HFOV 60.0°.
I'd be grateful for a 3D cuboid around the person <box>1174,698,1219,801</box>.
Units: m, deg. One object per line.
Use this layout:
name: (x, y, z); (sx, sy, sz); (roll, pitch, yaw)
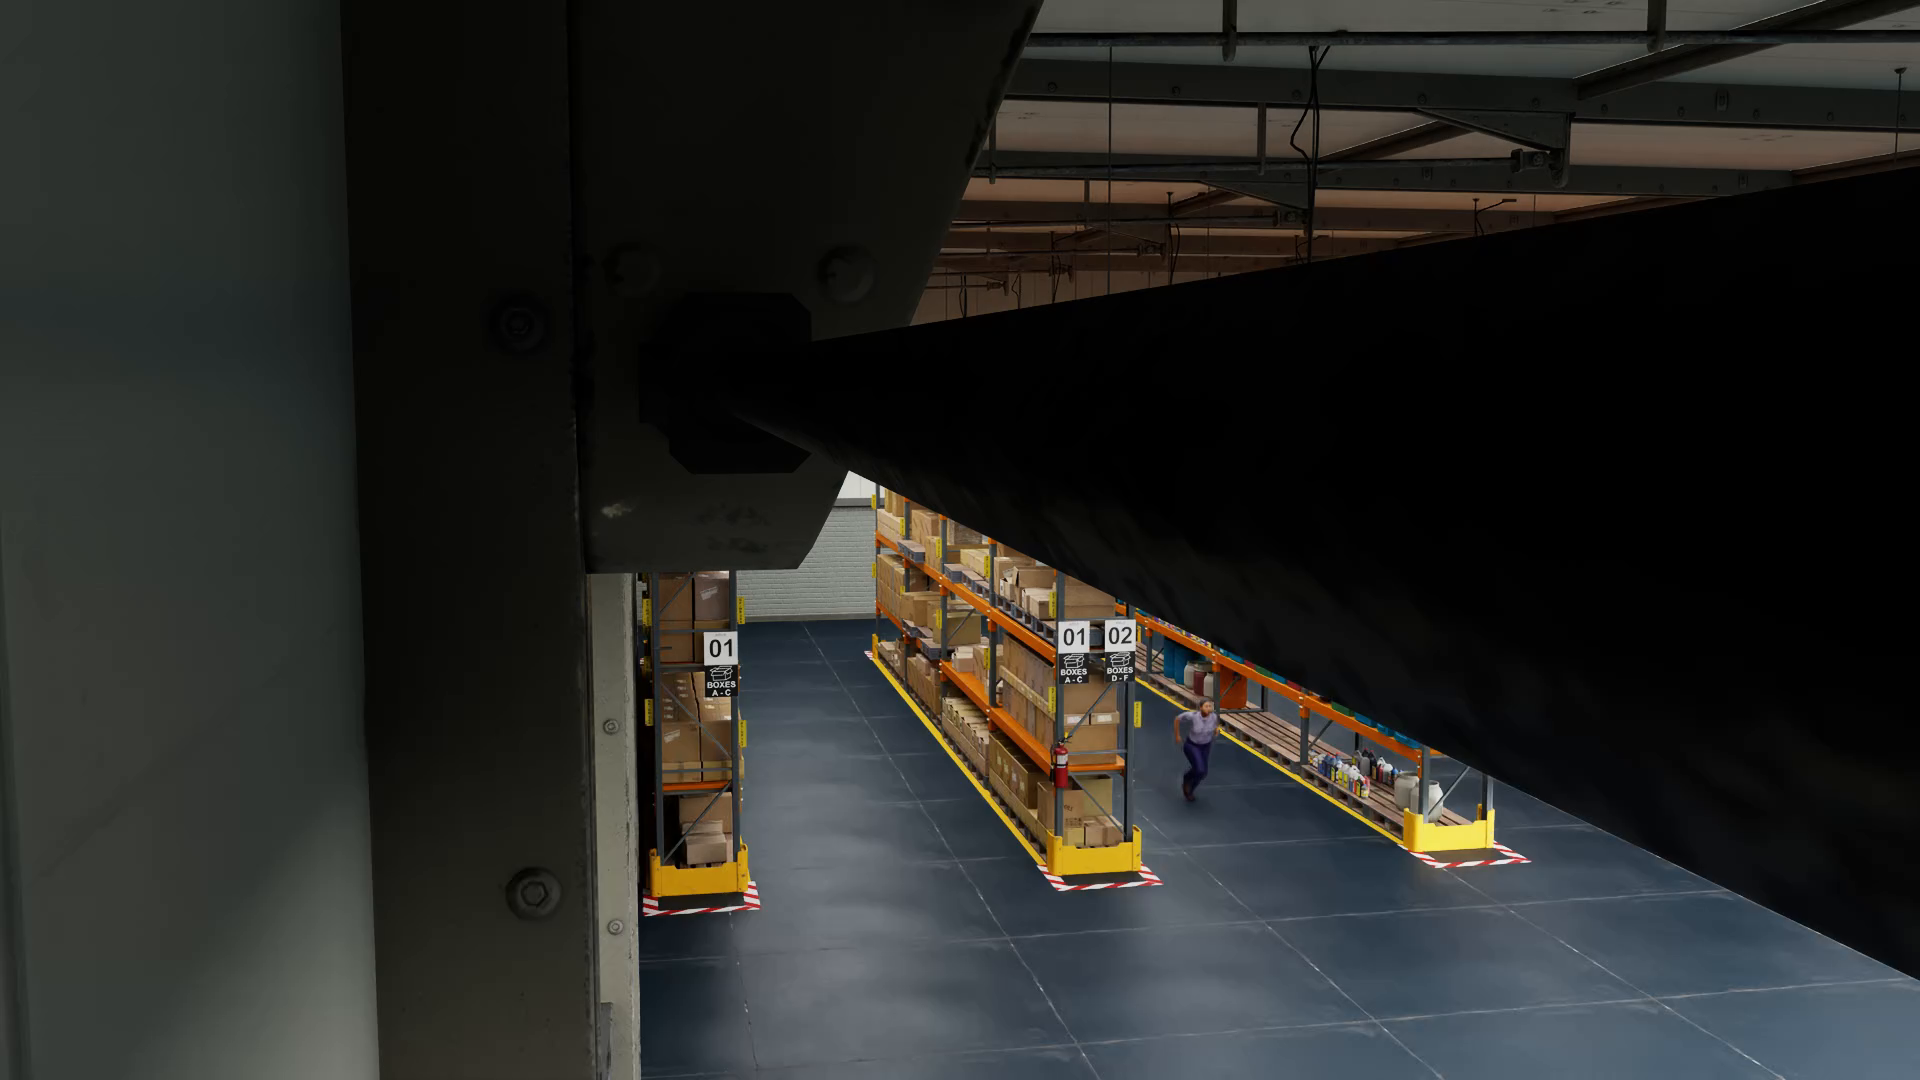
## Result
person: (3.483, 3.067, 24.252); (0.590, 1.567, 0.739); (-3, 7, -26)
